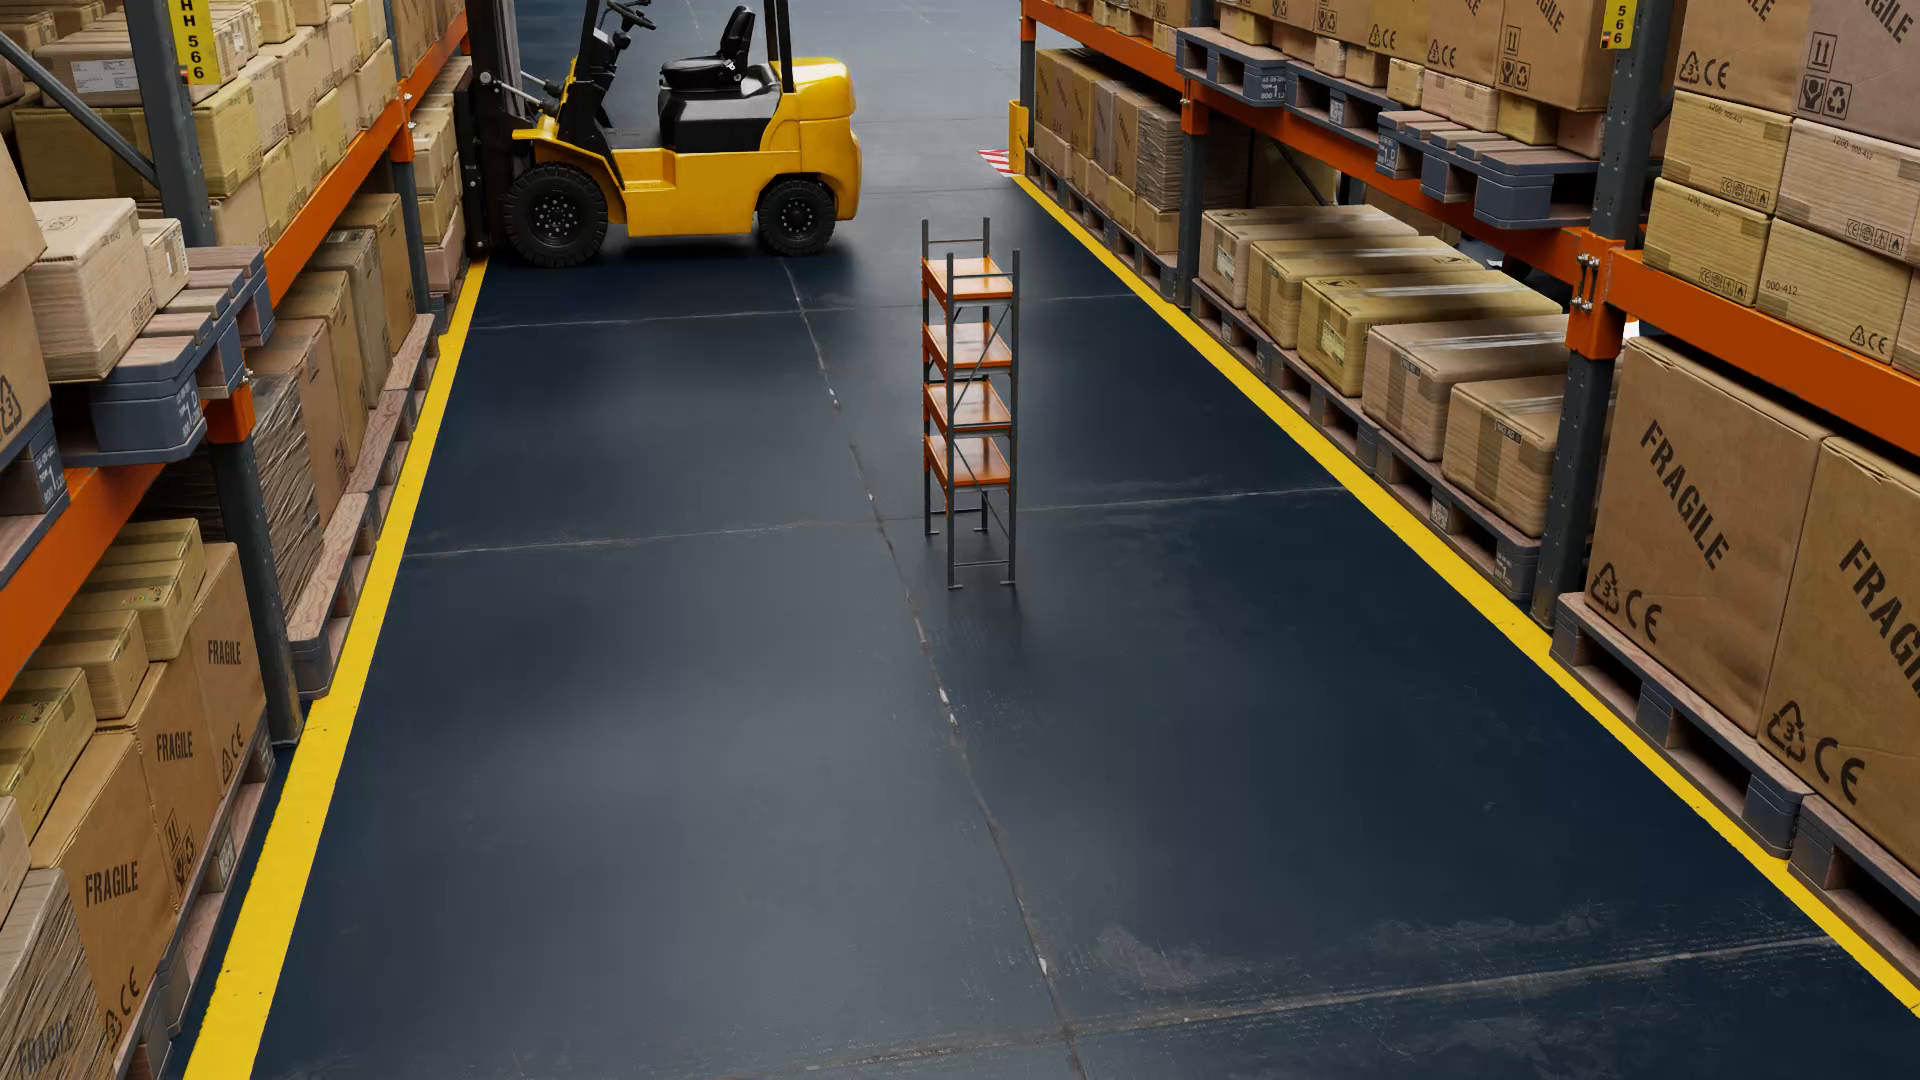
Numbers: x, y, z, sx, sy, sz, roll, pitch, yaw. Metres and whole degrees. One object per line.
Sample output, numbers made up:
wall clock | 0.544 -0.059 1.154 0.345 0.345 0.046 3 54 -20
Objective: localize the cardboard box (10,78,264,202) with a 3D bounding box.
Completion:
cardboard box | -2.258 -1.112 4.610 0.500 0.250 0.500 -4 24 -10

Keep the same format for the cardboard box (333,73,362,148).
cardboard box | -2.670 -1.688 6.554 0.500 0.250 0.500 -4 24 -9

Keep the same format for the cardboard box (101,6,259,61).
cardboard box | -2.395 -1.553 5.123 0.380 0.149 0.250 -4 24 -9

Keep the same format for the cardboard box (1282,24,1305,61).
cardboard box | 1.660 -2.227 7.389 0.380 0.149 0.250 -4 24 -9

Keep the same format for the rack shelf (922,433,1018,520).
rack shelf | 0.031 -0.241 5.967 0.258 0.148 0.480 -4 24 -10

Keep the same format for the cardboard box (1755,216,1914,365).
cardboard box | 2.392 -0.645 4.167 0.500 0.250 0.500 -5 24 -11

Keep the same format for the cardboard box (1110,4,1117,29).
cardboard box | 1.129 -3.190 10.120 0.380 0.149 0.250 -5 24 -11

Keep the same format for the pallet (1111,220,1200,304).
pallet | 1.538 -1.683 9.839 1.003 0.211 1.213 -4 24 -10

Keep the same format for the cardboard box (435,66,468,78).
cardboard box | -3.428 -2.936 10.885 0.500 0.250 0.500 -4 24 -9

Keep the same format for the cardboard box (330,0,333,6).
cardboard box | -2.675 -2.154 6.498 0.380 0.149 0.250 -5 24 -11

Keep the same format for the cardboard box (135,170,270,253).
cardboard box | -2.283 -0.881 4.706 0.500 0.250 0.500 -4 24 -10

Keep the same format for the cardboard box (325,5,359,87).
cardboard box | -2.648 -1.913 6.445 0.500 0.250 0.500 -4 24 -9

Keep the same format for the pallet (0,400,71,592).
pallet | -2.077 0.096 2.523 1.003 0.211 1.213 -4 24 -10

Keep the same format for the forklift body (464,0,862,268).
forklift body | -1.777 -2.904 10.211 2.313 2.155 1.214 -4 24 -10

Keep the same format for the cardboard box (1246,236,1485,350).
cardboard box | 1.932 -1.199 8.005 0.950 0.372 0.625 -3 24 -6

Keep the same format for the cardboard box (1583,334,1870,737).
cardboard box | 2.482 -0.067 4.785 0.875 0.875 0.875 -5 24 -10

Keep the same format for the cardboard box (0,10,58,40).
cardboard box | -2.960 -1.505 5.013 0.380 0.149 0.250 -5 24 -11

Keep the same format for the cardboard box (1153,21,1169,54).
cardboard box | 1.285 -2.785 9.193 0.380 0.149 0.250 -4 24 -9

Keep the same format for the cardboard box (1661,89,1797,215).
cardboard box | 2.287 -1.068 4.511 0.500 0.250 0.500 -4 24 -10

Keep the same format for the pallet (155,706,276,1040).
pallet | -2.340 0.818 4.114 1.003 0.211 1.213 -4 24 -10

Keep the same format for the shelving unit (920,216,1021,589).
shelving unit | 0.031 -0.485 5.861 0.258 1.200 0.503 -4 24 -10

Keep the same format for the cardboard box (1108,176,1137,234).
cardboard box | 1.215 -2.053 10.113 0.500 0.250 0.500 -5 24 -11

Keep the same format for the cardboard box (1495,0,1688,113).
cardboard box | 2.079 -1.658 5.278 0.500 0.500 0.500 -5 24 -11

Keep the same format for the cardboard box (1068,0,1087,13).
cardboard box | 0.929 -3.597 11.052 0.380 0.149 0.250 -4 24 -8

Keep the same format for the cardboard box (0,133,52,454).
cardboard box | -1.957 -0.368 2.692 0.797 0.503 0.637 -5 24 -11

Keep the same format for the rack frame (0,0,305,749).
rack frame | -2.441 -0.757 4.235 1.000 3.000 0.127 -4 24 -10

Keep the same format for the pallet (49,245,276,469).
pallet | -2.247 -0.407 3.675 1.213 0.211 1.003 -4 24 -10

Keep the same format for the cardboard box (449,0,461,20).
cardboard box | -3.484 -3.570 10.552 0.500 0.500 0.500 -4 24 -8

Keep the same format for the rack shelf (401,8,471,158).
rack shelf | -3.551 -2.787 9.783 1.077 0.370 4.000 -4 24 -10

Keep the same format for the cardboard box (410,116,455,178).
cardboard box | -3.046 -2.136 9.055 0.500 0.250 0.500 -4 24 -10

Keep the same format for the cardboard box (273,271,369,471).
cardboard box | -2.796 -0.629 6.384 0.875 0.625 0.625 -5 24 -12

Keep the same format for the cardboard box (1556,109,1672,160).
cardboard box | 2.144 -1.314 5.301 0.380 0.149 0.250 -3 24 -8

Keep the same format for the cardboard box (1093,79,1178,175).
cardboard box | 1.132 -2.588 10.403 0.500 0.500 0.500 -3 24 -7

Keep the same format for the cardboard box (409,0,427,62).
cardboard box | -3.119 -2.773 8.728 0.500 0.500 0.500 -4 24 -9

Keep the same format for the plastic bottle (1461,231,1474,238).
plastic bottle | 3.301 -1.999 10.750 0.133 0.061 0.283 0 24 -1

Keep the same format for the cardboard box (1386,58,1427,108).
cardboard box | 1.830 -1.717 6.223 0.380 0.149 0.250 -4 24 -9

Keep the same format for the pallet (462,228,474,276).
pallet | -3.516 -1.849 10.220 1.003 0.211 1.213 -4 24 -10

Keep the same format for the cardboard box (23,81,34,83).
cardboard box | -2.893 -1.274 4.983 0.500 0.250 0.500 -4 24 -9

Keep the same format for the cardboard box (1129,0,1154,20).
cardboard box | 1.268 -3.239 9.423 0.500 0.500 0.500 -4 24 -8

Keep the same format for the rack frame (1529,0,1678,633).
rack frame | 2.436 -1.126 5.079 1.000 3.000 0.127 -4 24 -10

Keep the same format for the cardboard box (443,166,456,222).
cardboard box | -3.062 -1.903 9.145 0.500 0.250 0.500 -4 24 -10

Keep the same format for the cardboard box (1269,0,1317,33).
cardboard box | 1.673 -2.475 7.149 0.500 0.500 0.500 -4 24 -10

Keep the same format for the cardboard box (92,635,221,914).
cardboard box | -2.069 0.544 3.854 0.500 0.500 0.500 -5 24 -11

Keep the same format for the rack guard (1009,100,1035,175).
rack guard | 0.971 -3.097 12.716 1.175 0.500 0.348 -4 24 -10

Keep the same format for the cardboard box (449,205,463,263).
cardboard box | -3.054 -1.676 9.250 0.500 0.250 0.500 -5 24 -11

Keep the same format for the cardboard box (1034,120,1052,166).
cardboard box | 0.834 -2.867 11.977 0.500 0.250 0.500 -5 24 -10

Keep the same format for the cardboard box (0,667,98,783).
cardboard box | -2.010 0.394 3.389 0.380 0.149 0.250 -4 24 -8
